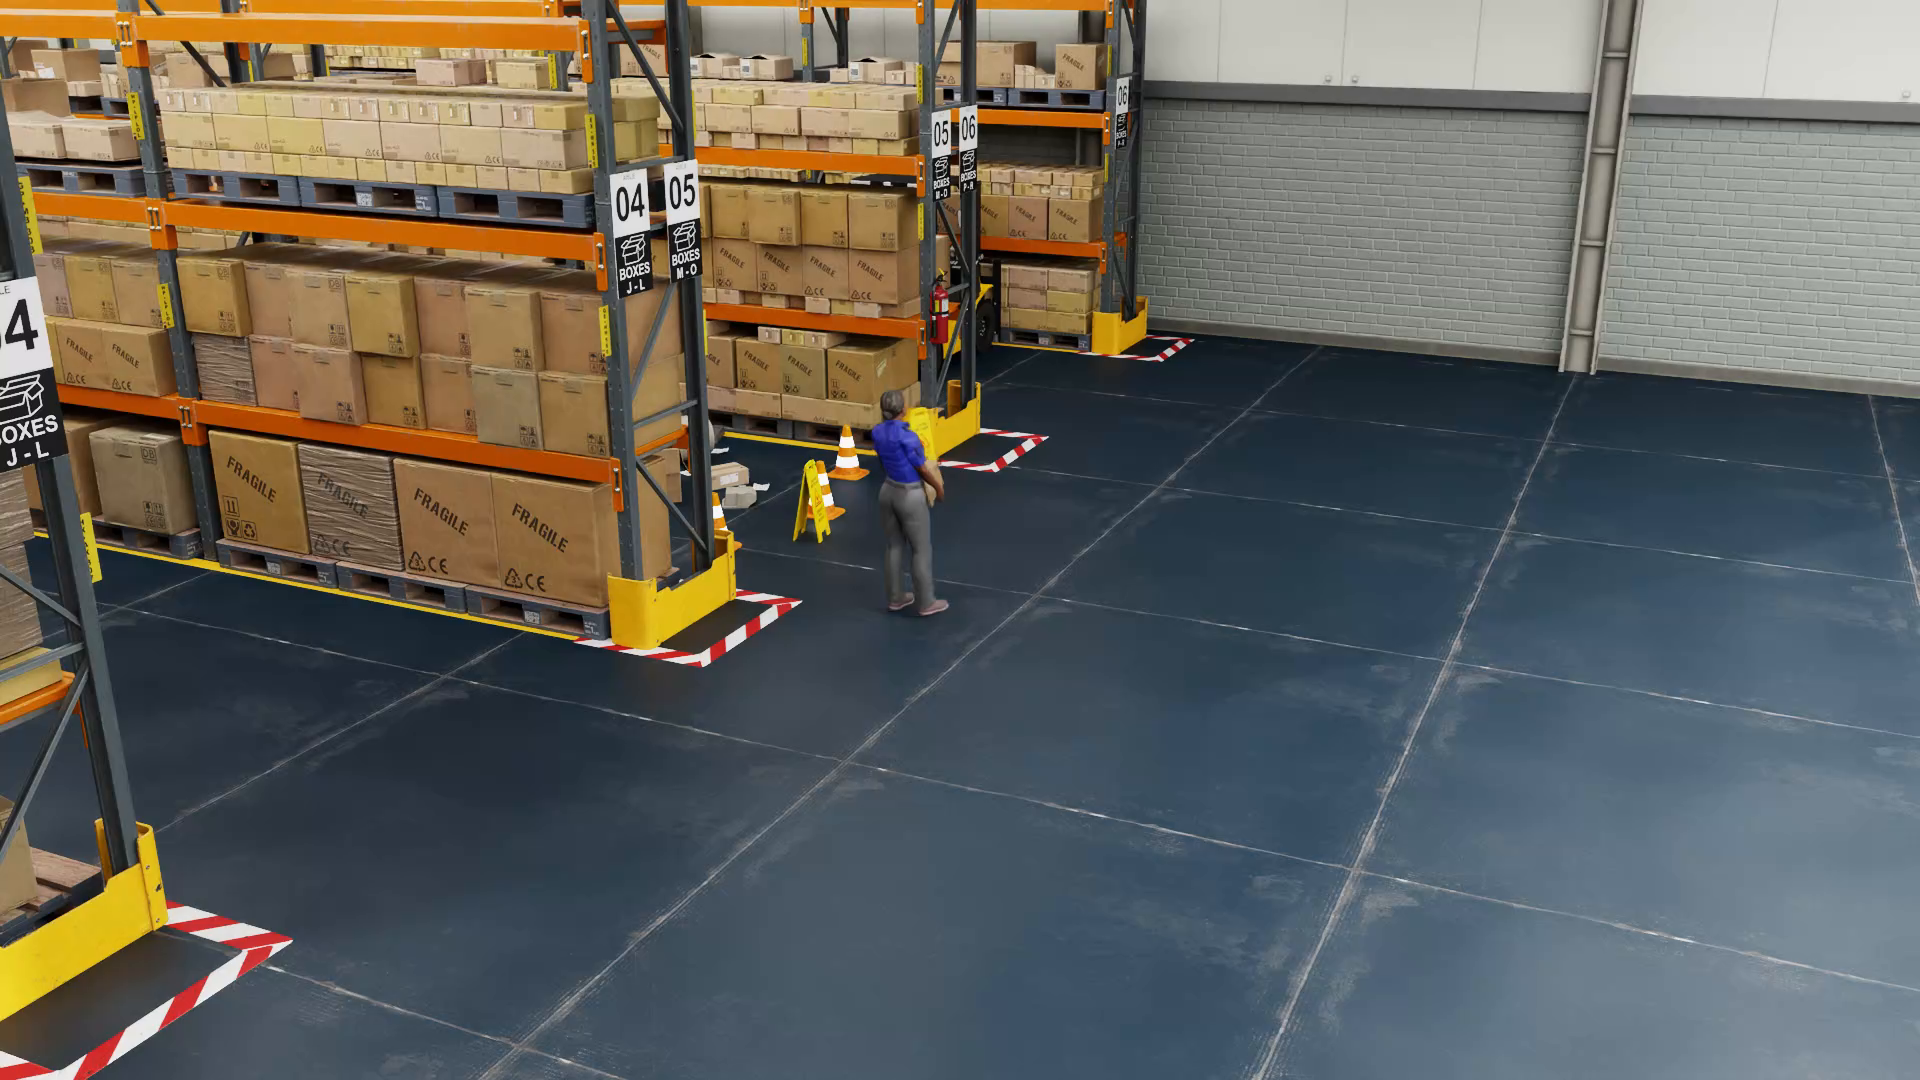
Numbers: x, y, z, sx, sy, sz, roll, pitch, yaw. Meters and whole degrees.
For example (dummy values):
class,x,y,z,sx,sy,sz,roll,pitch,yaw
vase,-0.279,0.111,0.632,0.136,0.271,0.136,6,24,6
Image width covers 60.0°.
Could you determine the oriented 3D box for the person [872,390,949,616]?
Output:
class,x,y,z,sx,sy,sz,roll,pitch,yaw
person,-0.365,-0.285,11.889,0.475,1.657,0.475,18,26,42
